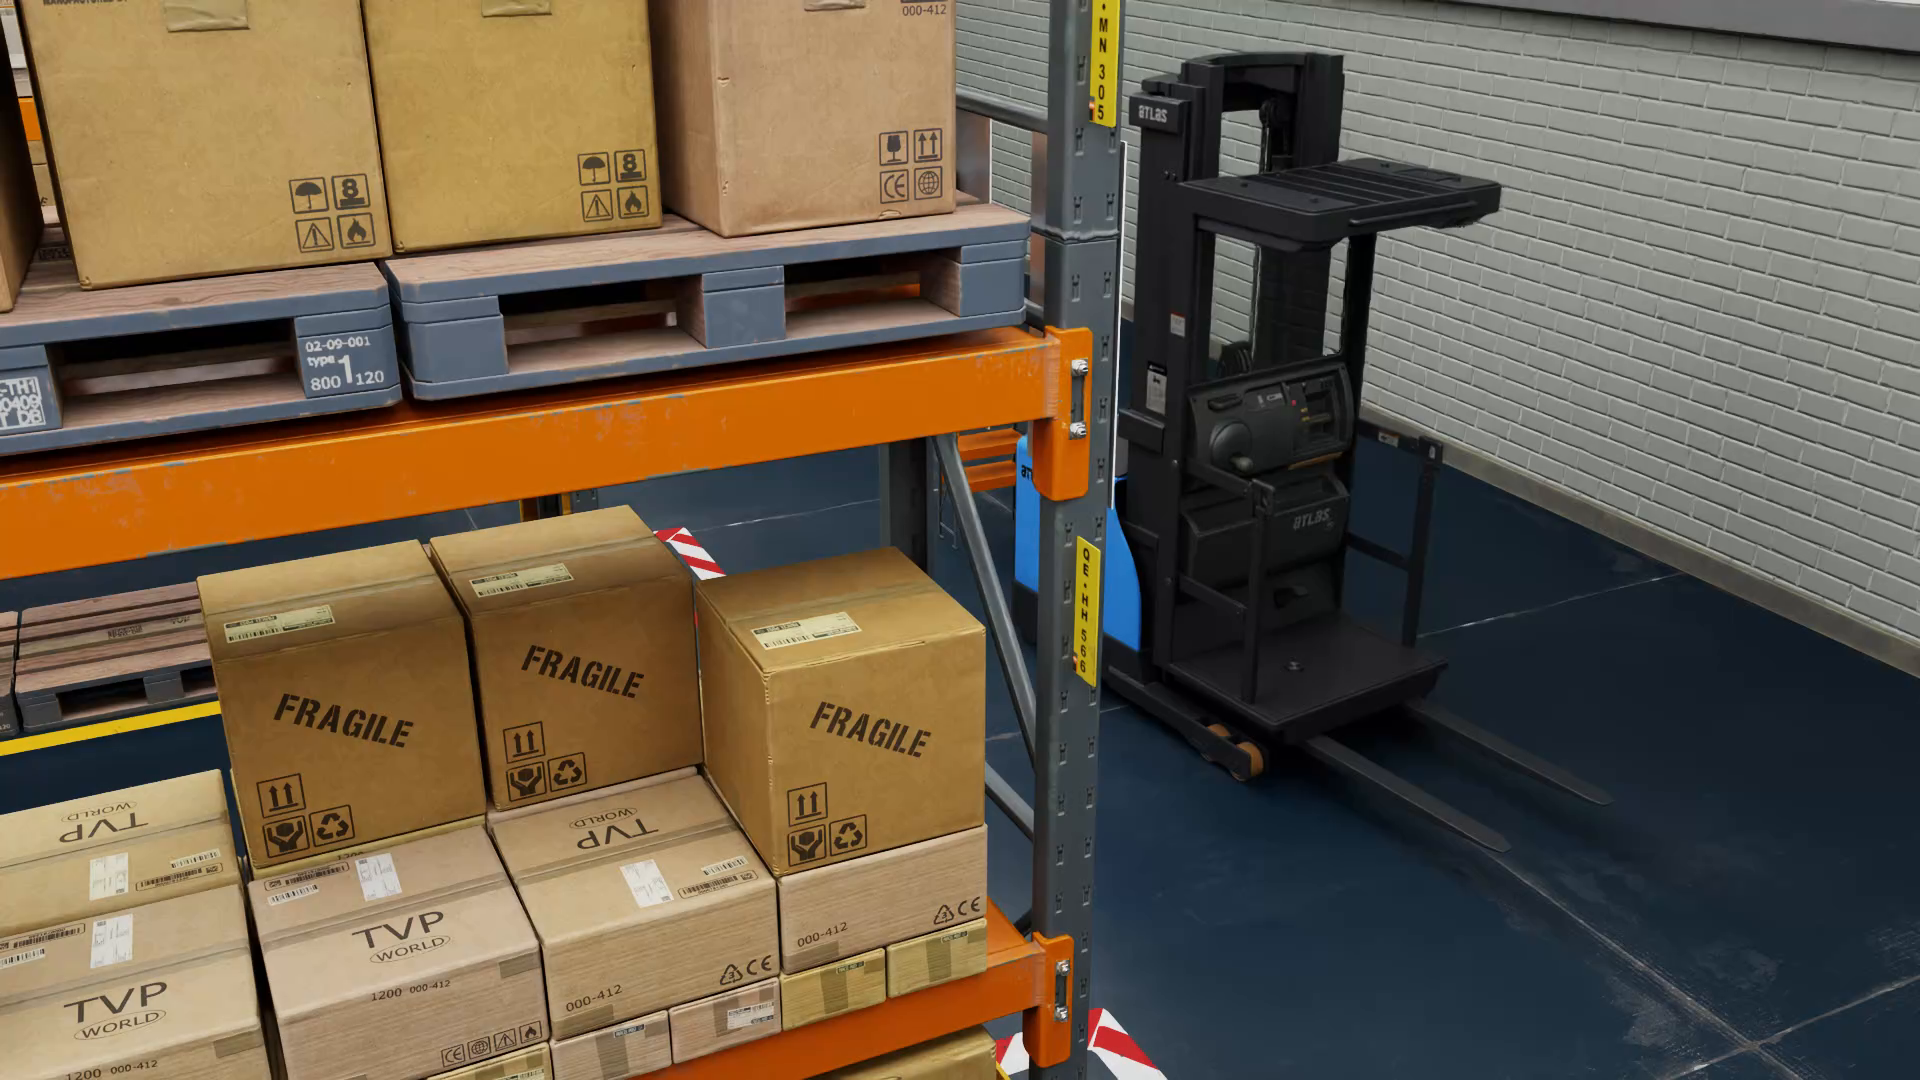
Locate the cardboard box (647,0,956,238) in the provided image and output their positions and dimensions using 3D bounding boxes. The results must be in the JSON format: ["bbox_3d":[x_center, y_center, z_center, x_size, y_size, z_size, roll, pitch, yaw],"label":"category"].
[{"bbox_3d":[-0.394,-0.956,3.406,0.500,0.500,0.700,-12,25,-27],"label":"cardboard box"}]

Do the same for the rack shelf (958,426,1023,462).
[{"bbox_3d":[0.149,-0.520,9.613,0.480,0.148,0.258,-10,25,-24],"label":"rack shelf"}]

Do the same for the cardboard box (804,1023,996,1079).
[{"bbox_3d":[-0.491,1.533,4.354,0.875,0.875,0.875,-10,25,-24],"label":"cardboard box"}]

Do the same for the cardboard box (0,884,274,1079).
[{"bbox_3d":[-1.654,0.971,3.288,0.500,0.250,0.500,-10,25,-24],"label":"cardboard box"}]

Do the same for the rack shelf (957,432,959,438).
[{"bbox_3d":[0.149,-0.726,9.527,0.480,0.148,0.258,-10,25,-24],"label":"rack shelf"}]

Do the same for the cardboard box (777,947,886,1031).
[{"bbox_3d":[-0.360,0.944,3.876,0.250,0.149,0.380,-10,25,-23],"label":"cardboard box"}]

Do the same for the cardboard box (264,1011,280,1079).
[{"bbox_3d":[-1.504,1.154,3.370,0.250,0.149,0.380,-10,24,-23],"label":"cardboard box"}]

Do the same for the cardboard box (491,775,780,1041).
[{"bbox_3d":[-0.728,0.799,3.705,0.500,0.250,0.500,-11,25,-25],"label":"cardboard box"}]

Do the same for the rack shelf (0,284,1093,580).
[{"bbox_3d":[-1.751,-0.110,3.113,4.000,0.370,1.077,-10,25,-24],"label":"rack shelf"}]

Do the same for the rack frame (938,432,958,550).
[{"bbox_3d":[-0.071,-0.541,9.489,0.015,1.200,0.240,-10,25,-24],"label":"rack frame"}]

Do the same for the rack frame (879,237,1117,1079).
[{"bbox_3d":[0.051,0.612,4.351,0.127,3.000,1.000,-10,25,-24],"label":"rack frame"}]

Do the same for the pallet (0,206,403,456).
[{"bbox_3d":[-1.713,-0.403,2.996,1.213,0.211,1.003,-10,25,-24],"label":"pallet"}]

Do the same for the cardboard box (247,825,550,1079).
[{"bbox_3d":[-1.186,0.884,3.501,0.500,0.250,0.500,-11,25,-25],"label":"cardboard box"}]

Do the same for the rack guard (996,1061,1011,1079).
[{"bbox_3d":[0.073,1.762,4.839,0.348,0.500,1.175,-10,25,-24],"label":"rack guard"}]

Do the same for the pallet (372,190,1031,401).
[{"bbox_3d":[-0.613,-0.607,3.488,1.213,0.211,1.003,-10,25,-24],"label":"pallet"}]

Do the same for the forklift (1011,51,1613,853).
[{"bbox_3d":[1.498,-0.516,7.163,1.130,2.935,3.031,-14,26,-31],"label":"forklift"}]

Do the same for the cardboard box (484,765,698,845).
[{"bbox_3d":[-0.964,0.618,4.141,0.500,0.250,0.500,-11,25,-24],"label":"cardboard box"}]

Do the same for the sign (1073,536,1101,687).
[{"bbox_3d":[0.274,0.156,3.627,0.005,0.325,0.100,-10,25,-24],"label":"sign"}]

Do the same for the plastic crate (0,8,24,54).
[{"bbox_3d":[-4.228,-2.165,7.292,0.530,0.282,0.437,-10,25,-24],"label":"plastic crate"}]

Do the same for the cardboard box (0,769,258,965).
[{"bbox_3d":[-1.886,0.789,3.729,0.500,0.250,0.500,-11,25,-25],"label":"cardboard box"}]

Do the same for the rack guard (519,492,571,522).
[{"bbox_3d":[-2.081,0.051,8.973,0.348,0.500,1.175,-10,25,-24],"label":"rack guard"}]

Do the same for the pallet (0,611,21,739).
[{"bbox_3d":[-5.055,0.721,7.732,1.213,0.211,1.003,-10,25,-24],"label":"pallet"}]

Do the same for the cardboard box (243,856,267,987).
[{"bbox_3d":[-1.569,0.887,4.014,0.250,0.149,0.380,-11,25,-24],"label":"cardboard box"}]

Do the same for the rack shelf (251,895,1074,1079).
[{"bbox_3d":[-1.751,1.276,3.687,4.000,0.370,1.077,-10,25,-24],"label":"rack shelf"}]

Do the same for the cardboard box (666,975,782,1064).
[{"bbox_3d":[-0.588,0.985,3.776,0.250,0.149,0.380,-10,25,-23],"label":"cardboard box"}]

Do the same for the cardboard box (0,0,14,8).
[{"bbox_3d":[-6.397,-3.616,10.837,0.500,0.250,0.500,-10,25,-24],"label":"cardboard box"}]

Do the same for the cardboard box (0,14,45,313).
[{"bbox_3d":[-1.855,-0.673,2.722,0.500,0.500,0.700,-9,24,-21],"label":"cardboard box"}]

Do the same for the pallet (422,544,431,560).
[{"bbox_3d":[-2.857,0.316,8.710,1.213,0.211,1.003,-10,25,-24],"label":"pallet"}]

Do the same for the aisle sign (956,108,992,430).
[{"bbox_3d":[-0.014,-0.705,4.132,0.004,0.787,0.394,-10,25,-24],"label":"aisle sign"}]

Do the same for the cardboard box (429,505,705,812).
[{"bbox_3d":[-0.949,0.266,4.011,0.500,0.500,0.500,-11,25,-25],"label":"cardboard box"}]

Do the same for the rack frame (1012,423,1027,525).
[{"bbox_3d":[0.369,-0.622,9.685,0.015,1.200,0.240,-10,25,-24],"label":"rack frame"}]

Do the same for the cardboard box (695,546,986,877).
[{"bbox_3d":[-0.274,0.368,3.765,0.500,0.500,0.500,-10,25,-23],"label":"cardboard box"}]

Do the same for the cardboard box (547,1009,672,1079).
[{"bbox_3d":[-0.813,1.026,3.677,0.250,0.149,0.380,-10,24,-23],"label":"cardboard box"}]

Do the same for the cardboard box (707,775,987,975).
[{"bbox_3d":[-0.270,0.715,3.907,0.500,0.250,0.500,-11,25,-24],"label":"cardboard box"}]

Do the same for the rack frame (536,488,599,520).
[{"bbox_3d":[-2.097,-1.095,8.474,0.127,3.000,1.000,-10,25,-24],"label":"rack frame"}]

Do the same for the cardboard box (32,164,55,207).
[{"bbox_3d":[-6.357,-2.345,11.362,0.500,0.500,0.500,-11,25,-24],"label":"cardboard box"}]

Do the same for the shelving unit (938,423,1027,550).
[{"bbox_3d":[0.149,-0.582,9.587,0.503,1.200,0.258,-10,25,-24],"label":"shelving unit"}]

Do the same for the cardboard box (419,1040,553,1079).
[{"bbox_3d":[-1.046,1.070,3.572,0.250,0.149,0.380,-11,25,-25],"label":"cardboard box"}]

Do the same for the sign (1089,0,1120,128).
[{"bbox_3d":[0.274,-0.958,3.166,0.005,0.325,0.100,-10,25,-24],"label":"sign"}]

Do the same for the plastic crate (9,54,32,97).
[{"bbox_3d":[-3.851,-1.931,6.917,0.530,0.136,0.437,-10,25,-24],"label":"plastic crate"}]

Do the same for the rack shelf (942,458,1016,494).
[{"bbox_3d":[0.149,-0.336,9.689,0.480,0.148,0.258,-10,25,-24],"label":"rack shelf"}]

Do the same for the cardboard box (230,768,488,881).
[{"bbox_3d":[-1.418,0.701,3.943,0.500,0.250,0.500,-11,25,-25],"label":"cardboard box"}]

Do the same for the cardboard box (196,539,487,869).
[{"bbox_3d":[-1.413,0.354,3.799,0.500,0.500,0.500,-11,25,-25],"label":"cardboard box"}]

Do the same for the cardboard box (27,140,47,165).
[{"bbox_3d":[-6.371,-2.800,11.154,0.500,0.500,0.500,-11,25,-25],"label":"cardboard box"}]

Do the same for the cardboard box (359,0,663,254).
[{"bbox_3d":[-0.953,-0.904,3.280,0.500,0.500,0.700,-11,25,-26],"label":"cardboard box"}]

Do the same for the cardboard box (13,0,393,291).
[{"bbox_3d":[-1.398,-0.802,3.033,0.500,0.500,0.700,-12,25,-27],"label":"cardboard box"}]

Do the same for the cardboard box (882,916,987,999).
[{"bbox_3d":[-0.127,0.900,3.982,0.250,0.149,0.380,-10,24,-23],"label":"cardboard box"}]

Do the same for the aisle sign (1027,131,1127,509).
[{"bbox_3d":[0.246,-0.498,3.633,0.004,0.787,0.394,-10,25,-24],"label":"aisle sign"}]

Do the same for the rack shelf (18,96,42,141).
[{"bbox_3d":[-3.899,-1.817,7.237,4.000,0.370,1.077,-10,25,-24],"label":"rack shelf"}]

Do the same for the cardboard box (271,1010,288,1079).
[{"bbox_3d":[-1.280,1.113,3.467,0.250,0.149,0.380,-10,25,-23],"label":"cardboard box"}]

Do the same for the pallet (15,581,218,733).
[{"bbox_3d":[-3.954,0.517,8.224,1.213,0.211,1.003,-10,25,-24],"label":"pallet"}]

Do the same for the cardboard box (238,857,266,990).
[{"bbox_3d":[-1.797,0.928,3.914,0.250,0.149,0.380,-11,25,-25],"label":"cardboard box"}]

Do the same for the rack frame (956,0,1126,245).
[{"bbox_3d":[0.051,-2.160,3.203,0.127,3.000,1.000,-10,25,-24],"label":"rack frame"}]

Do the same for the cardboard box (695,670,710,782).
[{"bbox_3d":[-0.498,0.530,4.355,0.500,0.250,0.500,-11,25,-25],"label":"cardboard box"}]
